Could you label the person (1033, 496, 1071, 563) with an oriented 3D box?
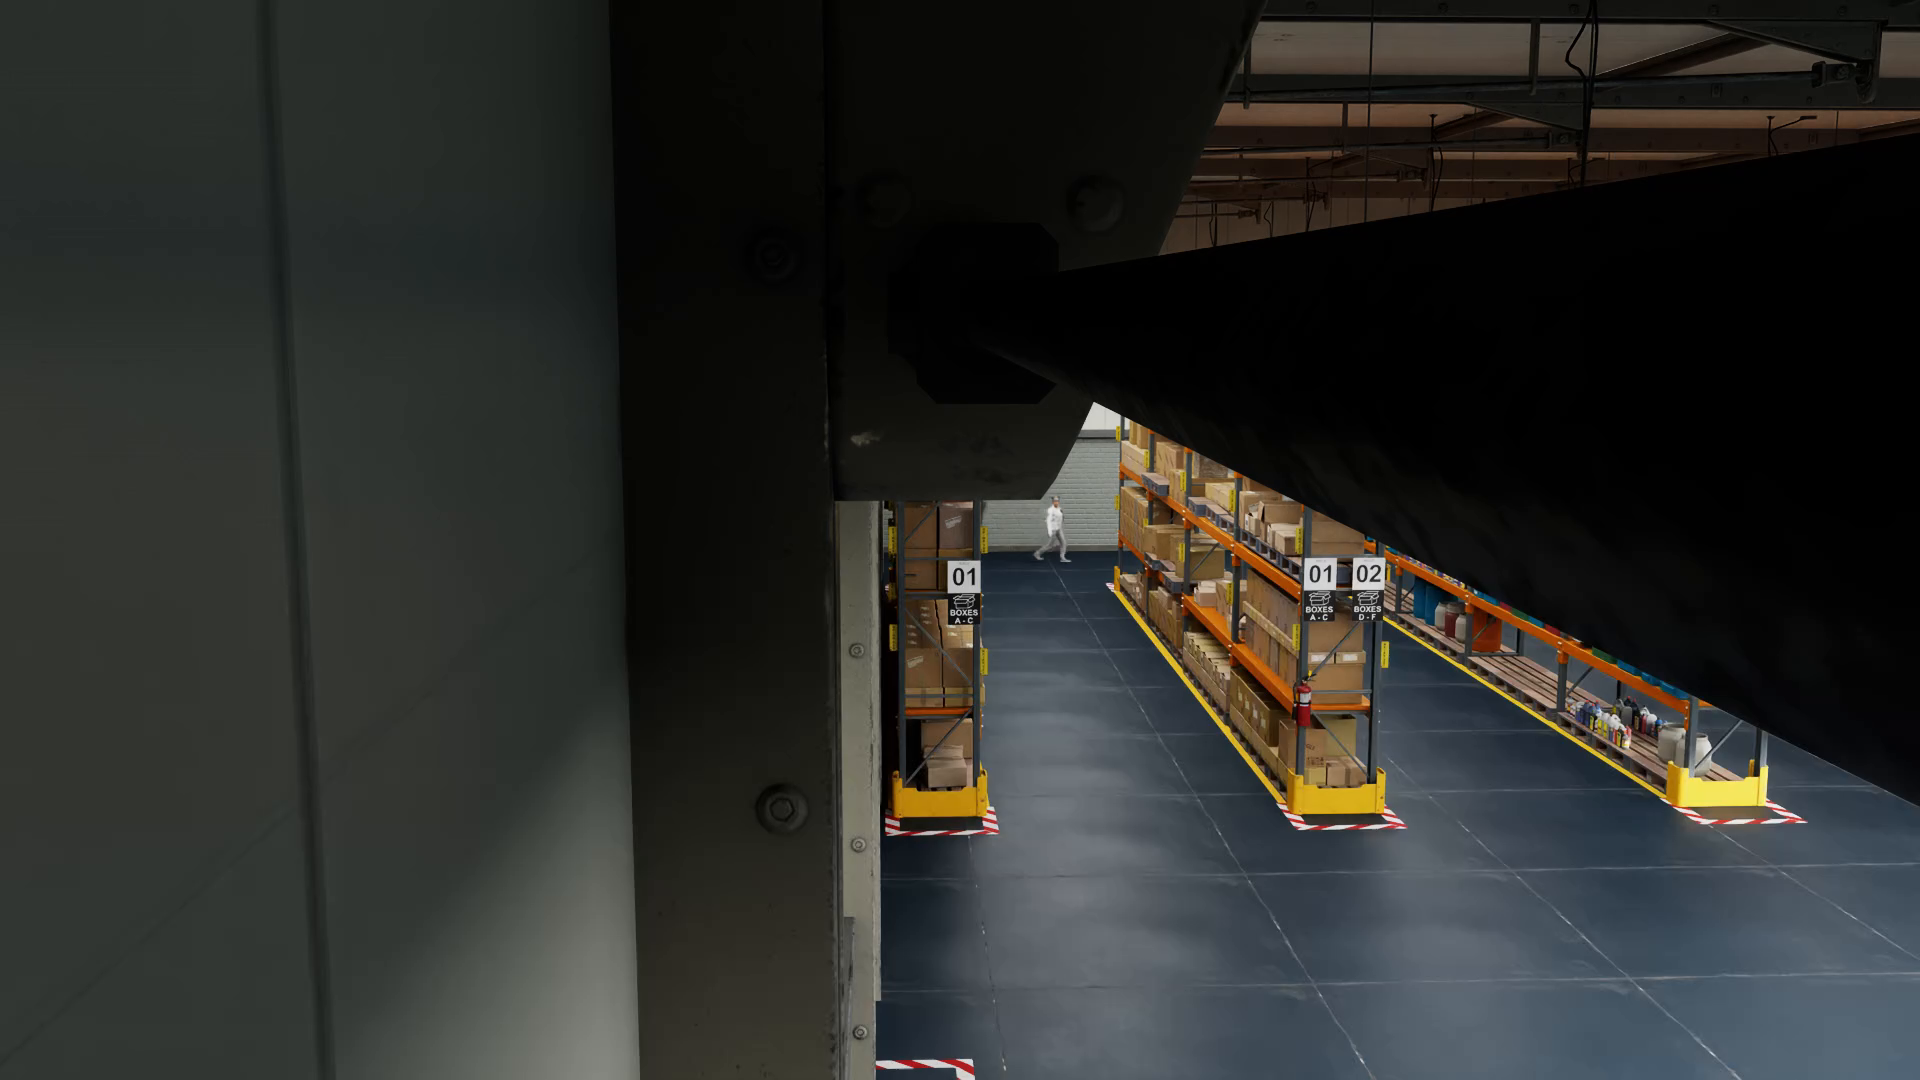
[{"bbox_3d":[2.257,-0.273,40.206,0.897,1.636,0.546,3,9,22],"label":"person"}]
